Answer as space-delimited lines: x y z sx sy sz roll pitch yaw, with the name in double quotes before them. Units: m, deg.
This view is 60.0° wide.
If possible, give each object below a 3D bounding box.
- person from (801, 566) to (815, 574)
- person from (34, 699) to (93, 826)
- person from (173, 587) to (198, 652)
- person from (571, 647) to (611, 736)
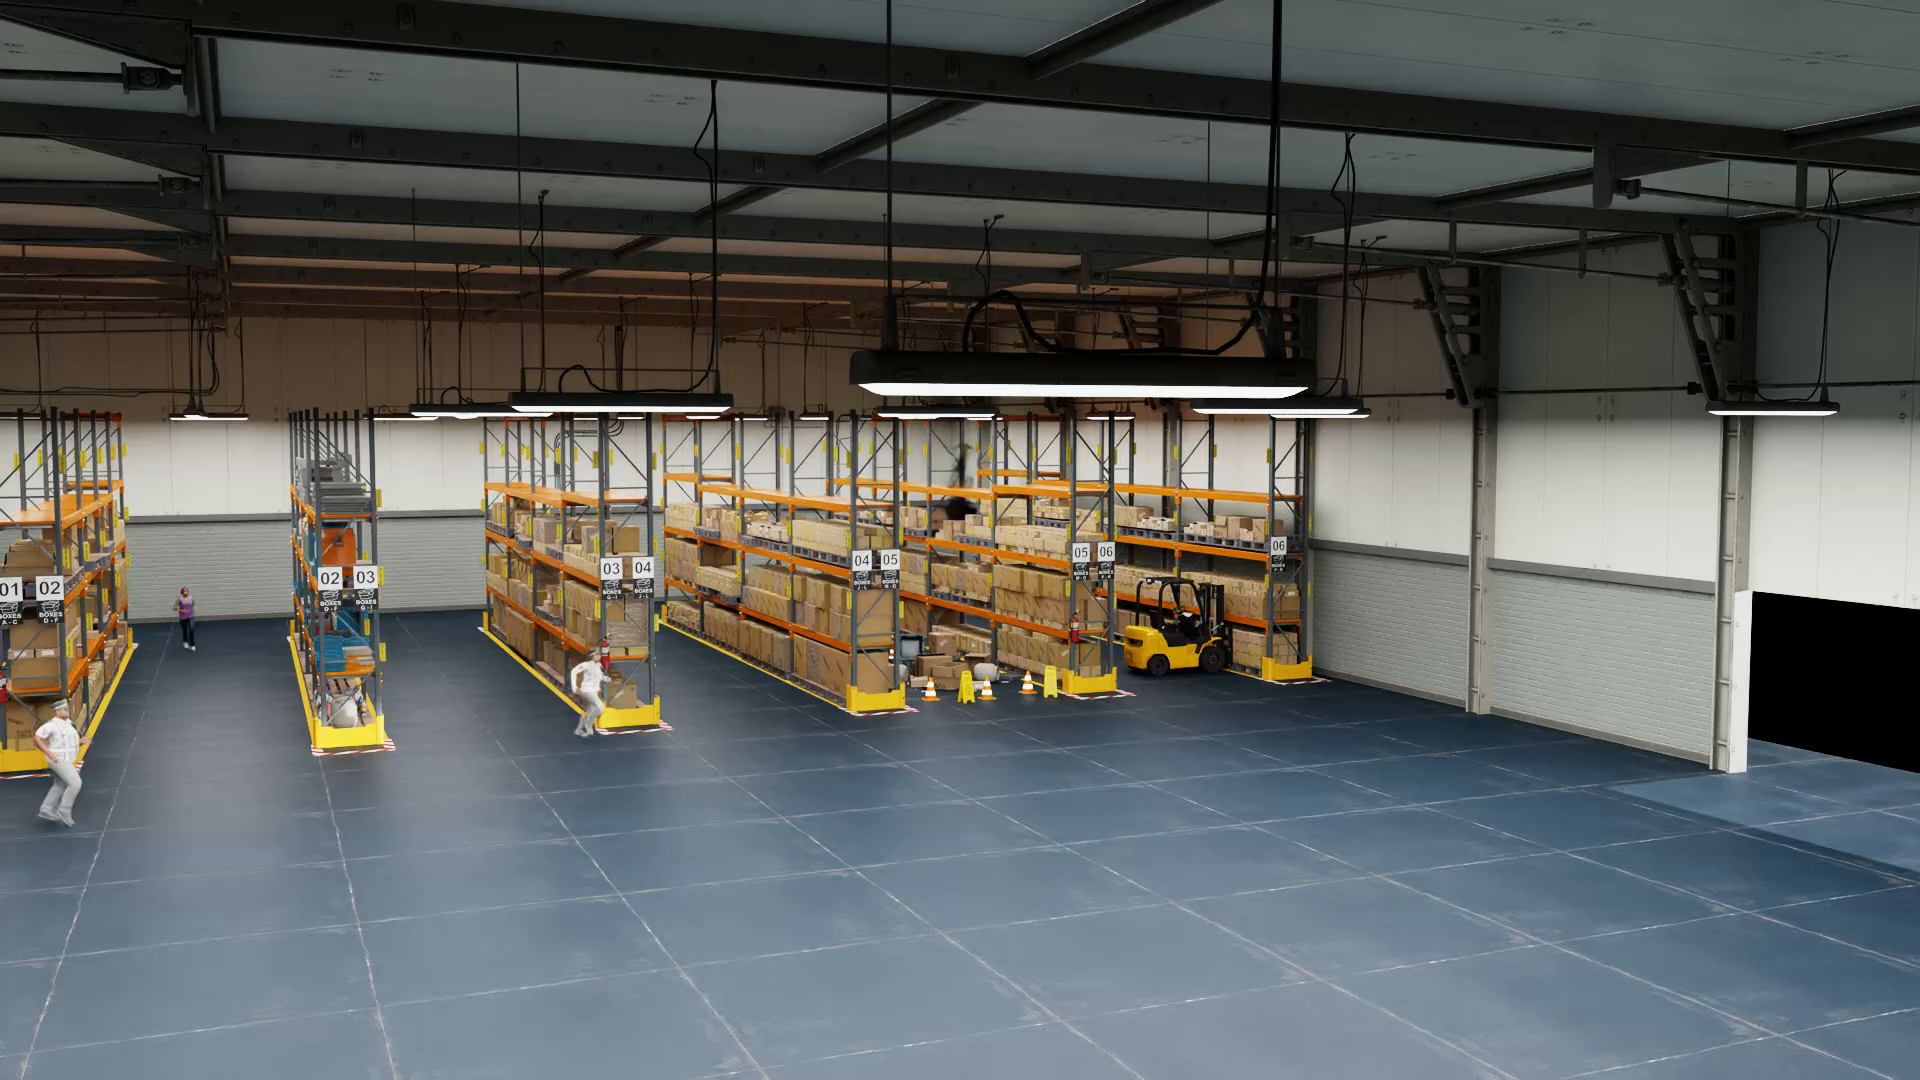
"person" -4.843 1.159 52.646 0.665 1.748 0.687 -3 5 -40
"person" -12.838 3.187 23.812 0.763 1.836 0.636 -1 4 -8
"person" -19.490 1.998 41.852 0.577 1.642 0.748 -4 5 -42
"person" -6.690 2.764 30.231 0.725 1.642 0.646 2 4 23
